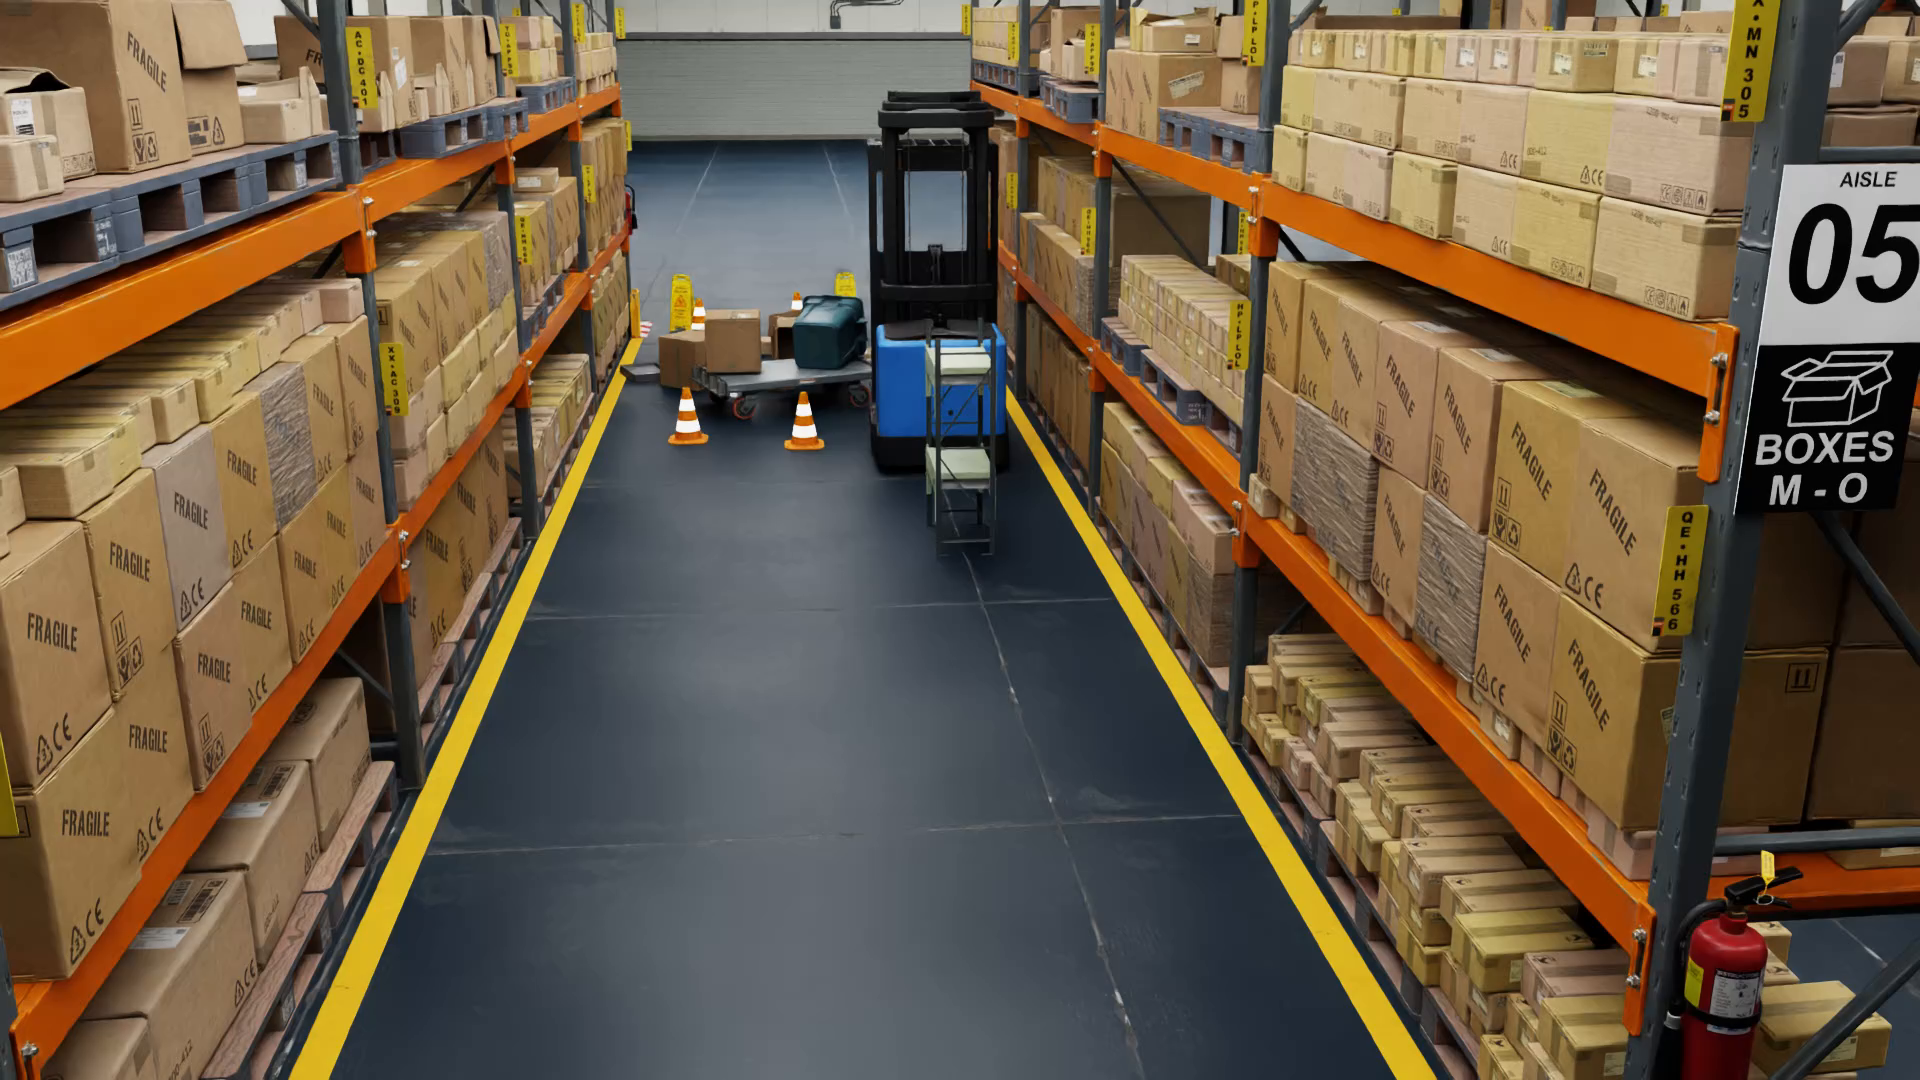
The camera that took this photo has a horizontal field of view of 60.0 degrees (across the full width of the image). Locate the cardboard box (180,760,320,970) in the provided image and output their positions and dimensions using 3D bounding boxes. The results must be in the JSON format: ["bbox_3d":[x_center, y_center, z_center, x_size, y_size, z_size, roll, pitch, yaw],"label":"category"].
[{"bbox_3d":[-3.003,1.238,6.303,0.875,0.438,0.875,-2,18,-7],"label":"cardboard box"}]

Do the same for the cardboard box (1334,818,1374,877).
[{"bbox_3d":[1.752,1.239,6.781,0.380,0.149,0.250,-2,18,-7],"label":"cardboard box"}]

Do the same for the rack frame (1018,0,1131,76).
[{"bbox_3d":[1.034,-5.670,14.715,1.000,3.000,0.127,-2,18,-6],"label":"rack frame"}]

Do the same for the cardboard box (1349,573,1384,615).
[{"bbox_3d":[1.747,0.181,6.513,0.380,0.149,0.250,-1,17,-3],"label":"cardboard box"}]

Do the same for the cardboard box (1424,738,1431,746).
[{"bbox_3d":[2.222,0.915,7.317,0.380,0.149,0.250,-2,18,-5],"label":"cardboard box"}]

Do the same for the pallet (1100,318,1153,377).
[{"bbox_3d":[1.626,-1.316,11.180,1.213,0.211,1.003,-2,18,-6],"label":"pallet"}]

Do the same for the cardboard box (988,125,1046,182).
[{"bbox_3d":[0.693,-4.143,17.811,0.875,0.550,0.550,-2,18,-6],"label":"cardboard box"}]

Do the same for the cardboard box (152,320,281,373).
[{"bbox_3d":[-2.665,-0.689,5.944,0.380,0.149,0.250,-2,18,-6],"label":"cardboard box"}]

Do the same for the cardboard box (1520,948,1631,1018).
[{"bbox_3d":[1.997,1.417,5.222,0.380,0.149,0.250,-1,17,-5],"label":"cardboard box"}]

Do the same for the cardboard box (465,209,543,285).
[{"bbox_3d":[-3.343,-2.119,12.055,0.500,0.500,0.500,-1,17,-3],"label":"cardboard box"}]

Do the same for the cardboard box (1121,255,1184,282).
[{"bbox_3d":[1.302,-1.836,11.241,0.380,0.149,0.250,-2,18,-6],"label":"cardboard box"}]

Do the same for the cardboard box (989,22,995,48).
[{"bbox_3d":[0.573,-5.146,16.940,0.500,0.250,0.500,-2,18,-6],"label":"cardboard box"}]

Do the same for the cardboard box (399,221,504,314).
[{"bbox_3d":[-3.092,-1.659,10.118,0.500,0.500,0.500,-1,17,-5],"label":"cardboard box"}]

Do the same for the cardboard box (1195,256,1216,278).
[{"bbox_3d":[1.669,-1.806,12.255,0.500,0.500,0.500,-2,17,-5],"label":"cardboard box"}]

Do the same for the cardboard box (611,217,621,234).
[{"bbox_3d":[-3.842,-3.367,17.814,0.380,0.149,0.250,-1,17,-5],"label":"cardboard box"}]

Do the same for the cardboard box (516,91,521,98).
[{"bbox_3d":[-4.153,-4.099,15.136,0.380,0.149,0.250,-2,17,-5],"label":"cardboard box"}]

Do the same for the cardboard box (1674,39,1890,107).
[{"bbox_3d":[1.945,-1.111,3.950,0.380,0.149,0.250,-2,18,-6],"label":"cardboard box"}]

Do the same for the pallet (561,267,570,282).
[{"bbox_3d":[-3.945,-2.301,14.319,1.003,0.211,1.213,-2,18,-6],"label":"pallet"}]

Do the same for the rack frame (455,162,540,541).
[{"bbox_3d":[-3.466,-1.433,11.234,1.000,3.000,0.127,-2,18,-6],"label":"rack frame"}]

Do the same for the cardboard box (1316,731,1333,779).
[{"bbox_3d":[1.780,0.936,7.250,0.380,0.149,0.250,-3,18,-8],"label":"cardboard box"}]

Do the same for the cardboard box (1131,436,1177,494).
[{"bbox_3d":[1.368,-0.470,10.386,0.500,0.250,0.500,-2,18,-5],"label":"cardboard box"}]

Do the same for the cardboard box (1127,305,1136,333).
[{"bbox_3d":[1.320,-1.477,11.093,0.380,0.149,0.250,-1,17,-3],"label":"cardboard box"}]

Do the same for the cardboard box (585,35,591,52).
[{"bbox_3d":[-3.661,-4.655,15.577,0.380,0.149,0.250,-2,18,-6],"label":"cardboard box"}]

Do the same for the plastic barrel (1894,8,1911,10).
[{"bbox_3d":[10.736,-5.661,18.679,0.600,0.588,0.600,0,17,0],"label":"plastic barrel"}]

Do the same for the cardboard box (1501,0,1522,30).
[{"bbox_3d":[5.977,-5.528,17.771,0.500,0.500,0.500,-2,18,-6],"label":"cardboard box"}]

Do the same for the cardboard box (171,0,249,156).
[{"bbox_3d":[-2.883,-1.569,5.619,0.797,0.503,0.637,0,17,-1],"label":"cardboard box"}]

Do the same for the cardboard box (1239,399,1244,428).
[{"bbox_3d":[1.622,-0.617,8.353,0.380,0.149,0.250,-2,18,-7],"label":"cardboard box"}]

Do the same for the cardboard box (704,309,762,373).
[{"bbox_3d":[-2.111,-1.857,15.495,0.500,0.500,0.500,-2,18,-6],"label":"cardboard box"}]

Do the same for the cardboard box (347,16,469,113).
[{"bbox_3d":[-2.996,-2.596,9.063,0.500,0.500,0.500,-2,18,-5],"label":"cardboard box"}]

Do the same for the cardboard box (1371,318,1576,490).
[{"bbox_3d":[1.805,-0.491,5.901,0.500,0.500,0.500,-2,18,-8],"label":"cardboard box"}]

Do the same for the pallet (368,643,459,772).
[{"bbox_3d":[-3.208,0.861,8.581,1.003,0.211,1.213,-2,18,-6],"label":"pallet"}]

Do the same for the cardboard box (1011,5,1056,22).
[{"bbox_3d":[0.680,-4.847,15.320,0.380,0.149,0.250,-2,18,-6],"label":"cardboard box"}]

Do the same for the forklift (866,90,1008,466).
[{"bbox_3d":[-0.242,-2.384,14.376,1.130,2.935,3.031,-1,17,-4],"label":"forklift"}]

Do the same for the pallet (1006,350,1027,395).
[{"bbox_3d":[1.034,-1.706,16.760,1.003,0.211,1.213,-2,18,-6],"label":"pallet"}]

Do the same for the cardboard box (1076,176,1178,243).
[{"bbox_3d":[1.302,-2.578,13.046,0.700,0.500,0.500,-2,18,-6],"label":"cardboard box"}]

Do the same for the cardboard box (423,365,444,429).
[{"bbox_3d":[-2.900,-0.703,8.323,0.500,0.250,0.500,-2,17,-5],"label":"cardboard box"}]

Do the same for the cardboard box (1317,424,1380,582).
[{"bbox_3d":[1.734,-0.160,6.516,0.500,0.500,0.500,-2,18,-7],"label":"cardboard box"}]

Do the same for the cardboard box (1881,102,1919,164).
[{"bbox_3d":[2.484,-0.973,4.175,0.500,0.250,0.500,-1,17,-5],"label":"cardboard box"}]

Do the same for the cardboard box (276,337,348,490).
[{"bbox_3d":[-2.686,-0.483,6.370,0.500,0.500,0.500,-2,18,-6],"label":"cardboard box"}]

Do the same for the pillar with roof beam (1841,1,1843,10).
[{"bbox_3d":[15.140,-12.492,36.444,9.100,9.000,0.400,-2,18,-6],"label":"pillar with roof beam"}]

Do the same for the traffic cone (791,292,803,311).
[{"bbox_3d":[-1.895,-2.654,19.357,0.336,0.463,0.334,-2,18,-6],"label":"traffic cone"}]

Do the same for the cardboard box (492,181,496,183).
[{"bbox_3d":[-4.116,-2.866,14.435,0.500,0.500,0.500,-1,17,-4],"label":"cardboard box"}]

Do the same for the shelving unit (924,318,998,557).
[{"bbox_3d":[-0.001,-0.718,11.459,0.431,1.500,0.755,-2,18,-6],"label":"shelving unit"}]

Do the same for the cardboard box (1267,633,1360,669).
[{"bbox_3d":[1.689,0.561,7.949,0.380,0.149,0.250,-1,17,-3],"label":"cardboard box"}]

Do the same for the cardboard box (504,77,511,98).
[{"bbox_3d":[-3.554,-3.195,11.670,0.700,0.500,0.500,-2,18,-6],"label":"cardboard box"}]

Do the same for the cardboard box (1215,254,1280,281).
[{"bbox_3d":[1.953,-1.849,11.283,0.380,0.149,0.250,-2,18,-8],"label":"cardboard box"}]

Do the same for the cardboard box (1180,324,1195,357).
[{"bbox_3d":[1.482,-1.152,9.560,0.380,0.149,0.250,-2,18,-5],"label":"cardboard box"}]

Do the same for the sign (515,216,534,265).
[{"bbox_3d":[-2.915,-2.004,11.118,0.100,0.325,0.005,-2,18,-6],"label":"sign"}]

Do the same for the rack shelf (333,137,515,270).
[{"bbox_3d":[-3.260,-1.925,8.995,1.077,0.370,4.000,-2,18,-6],"label":"rack shelf"}]

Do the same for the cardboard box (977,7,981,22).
[{"bbox_3d":[0.391,-5.679,17.971,0.380,0.149,0.250,-2,18,-6],"label":"cardboard box"}]

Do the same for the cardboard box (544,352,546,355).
[{"bbox_3d":[-4.207,-1.681,15.914,0.500,0.250,0.500,-1,17,-3],"label":"cardboard box"}]

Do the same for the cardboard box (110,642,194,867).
[{"bbox_3d":[-2.485,0.601,4.588,0.500,0.500,0.500,-2,18,-6],"label":"cardboard box"}]

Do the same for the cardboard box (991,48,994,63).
[{"bbox_3d":[0.520,-4.921,16.886,0.380,0.149,0.250,-2,18,-6],"label":"cardboard box"}]

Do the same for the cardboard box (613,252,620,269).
[{"bbox_3d":[-3.822,-2.959,17.650,0.380,0.149,0.250,-1,17,-5],"label":"cardboard box"}]

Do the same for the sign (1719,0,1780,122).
[{"bbox_3d":[1.718,-1.075,3.608,0.100,0.325,0.005,-2,18,-6],"label":"sign"}]

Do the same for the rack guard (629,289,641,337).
[{"bbox_3d":[-4.284,-2.601,19.128,1.175,0.500,0.348,-2,18,-6],"label":"rack guard"}]

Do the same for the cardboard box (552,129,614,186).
[{"bbox_3d":[-3.764,-3.733,16.226,0.700,0.500,0.500,-2,18,-7],"label":"cardboard box"}]
